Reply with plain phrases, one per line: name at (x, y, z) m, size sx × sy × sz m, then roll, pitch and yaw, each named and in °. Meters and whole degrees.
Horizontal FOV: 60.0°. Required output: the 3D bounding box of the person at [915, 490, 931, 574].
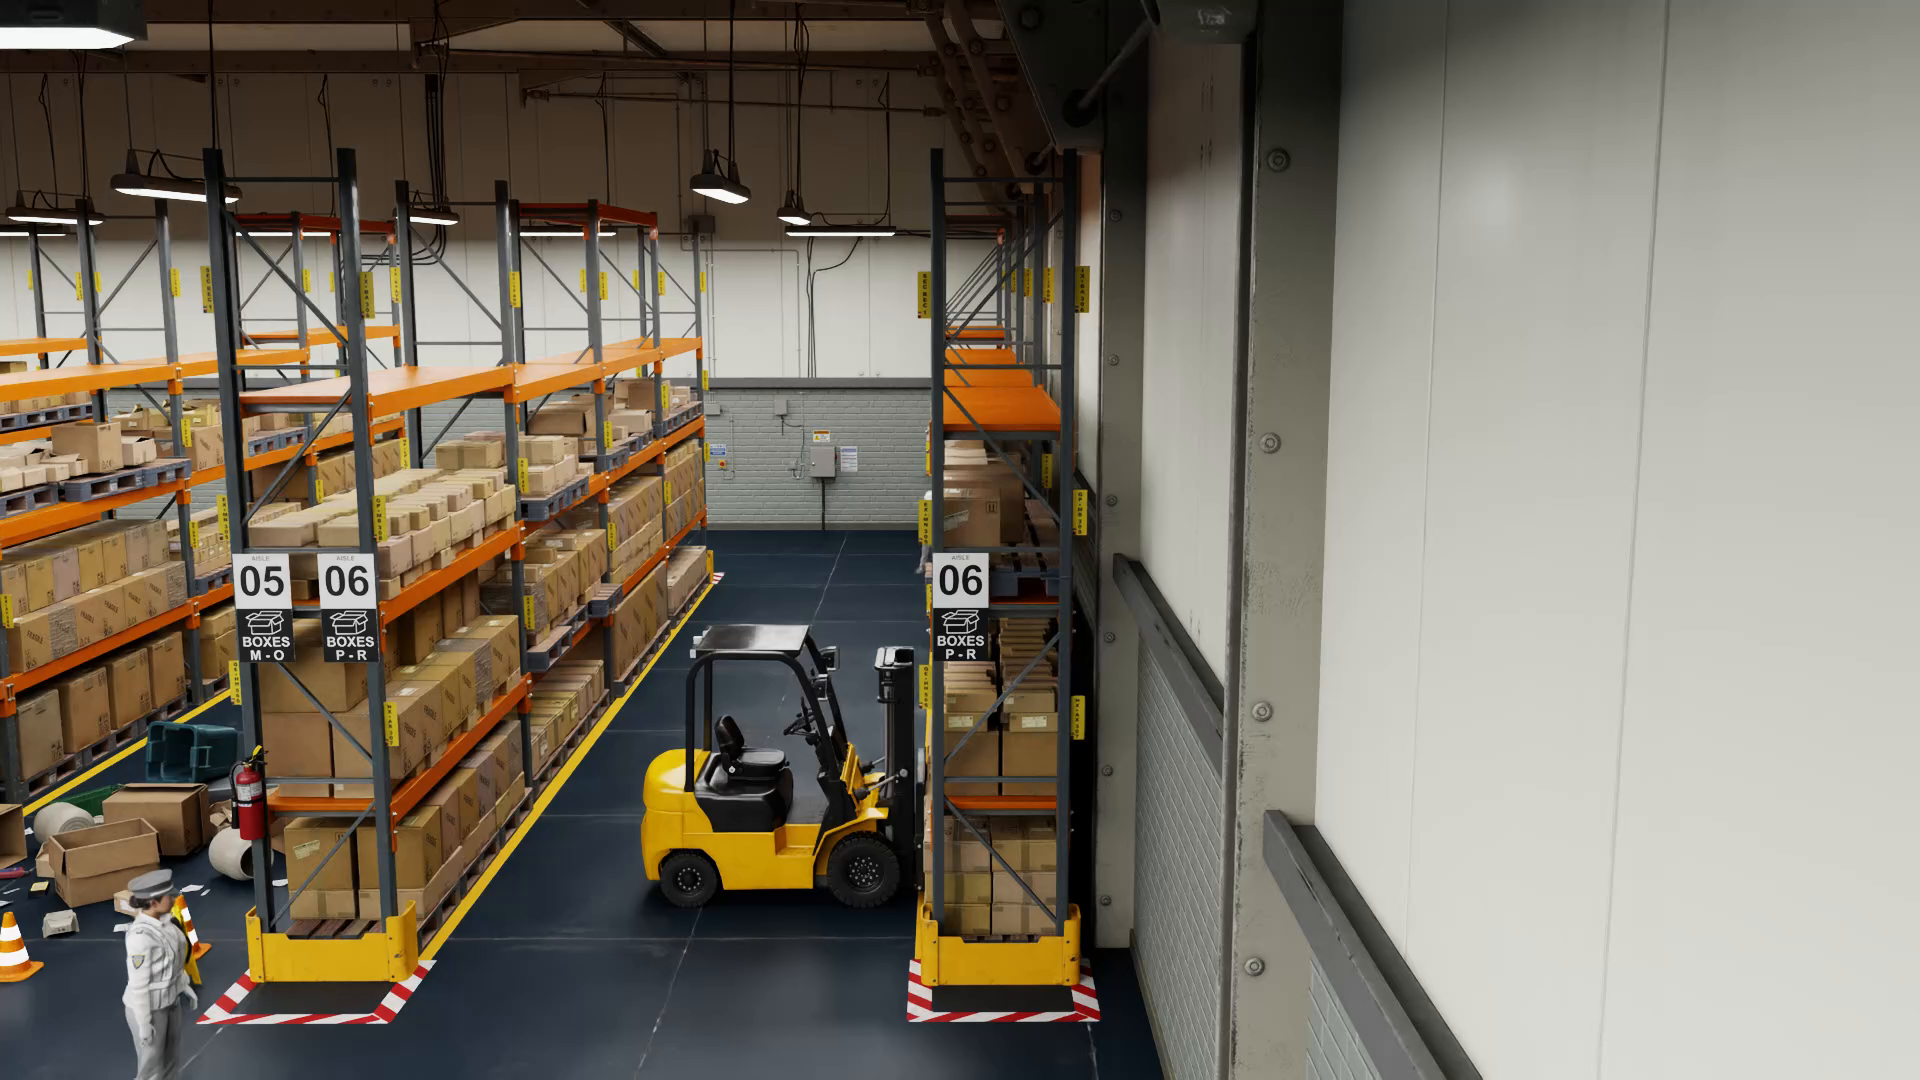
person at (-0.471, -0.259, 28.936) m, size 0.490 × 1.670 × 0.615 m, roll 6°, pitch 11°, yaw 31°

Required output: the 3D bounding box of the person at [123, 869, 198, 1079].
person at (-4.770, 2.782, 9.896) m, size 0.359 × 1.688 × 0.516 m, roll -1°, pitch 9°, yaw -5°
